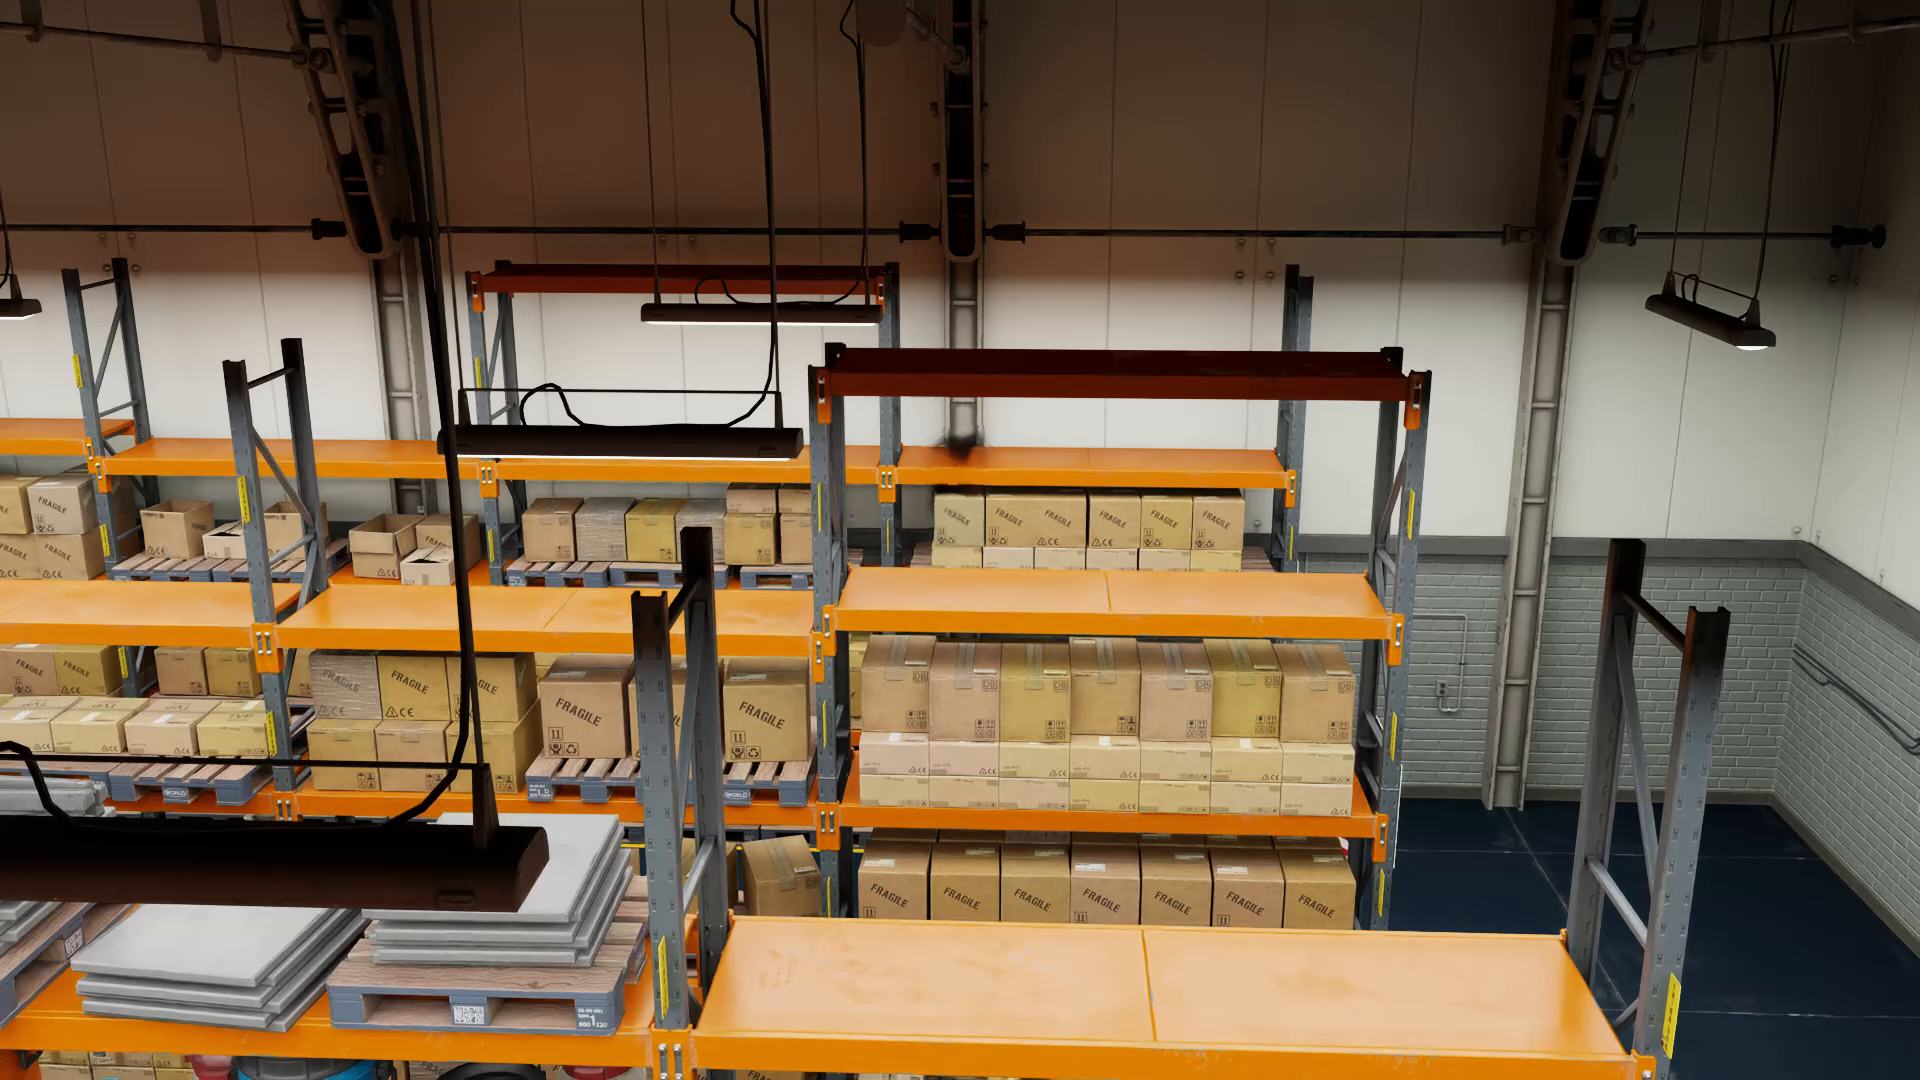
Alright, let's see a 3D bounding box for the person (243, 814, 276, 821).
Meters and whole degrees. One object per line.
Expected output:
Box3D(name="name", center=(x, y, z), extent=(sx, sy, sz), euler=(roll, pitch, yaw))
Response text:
Box3D(name="person", center=(-6.451, 2.915, 15.596), extent=(0.571, 1.721, 0.385), euler=(-2, 16, -8))
